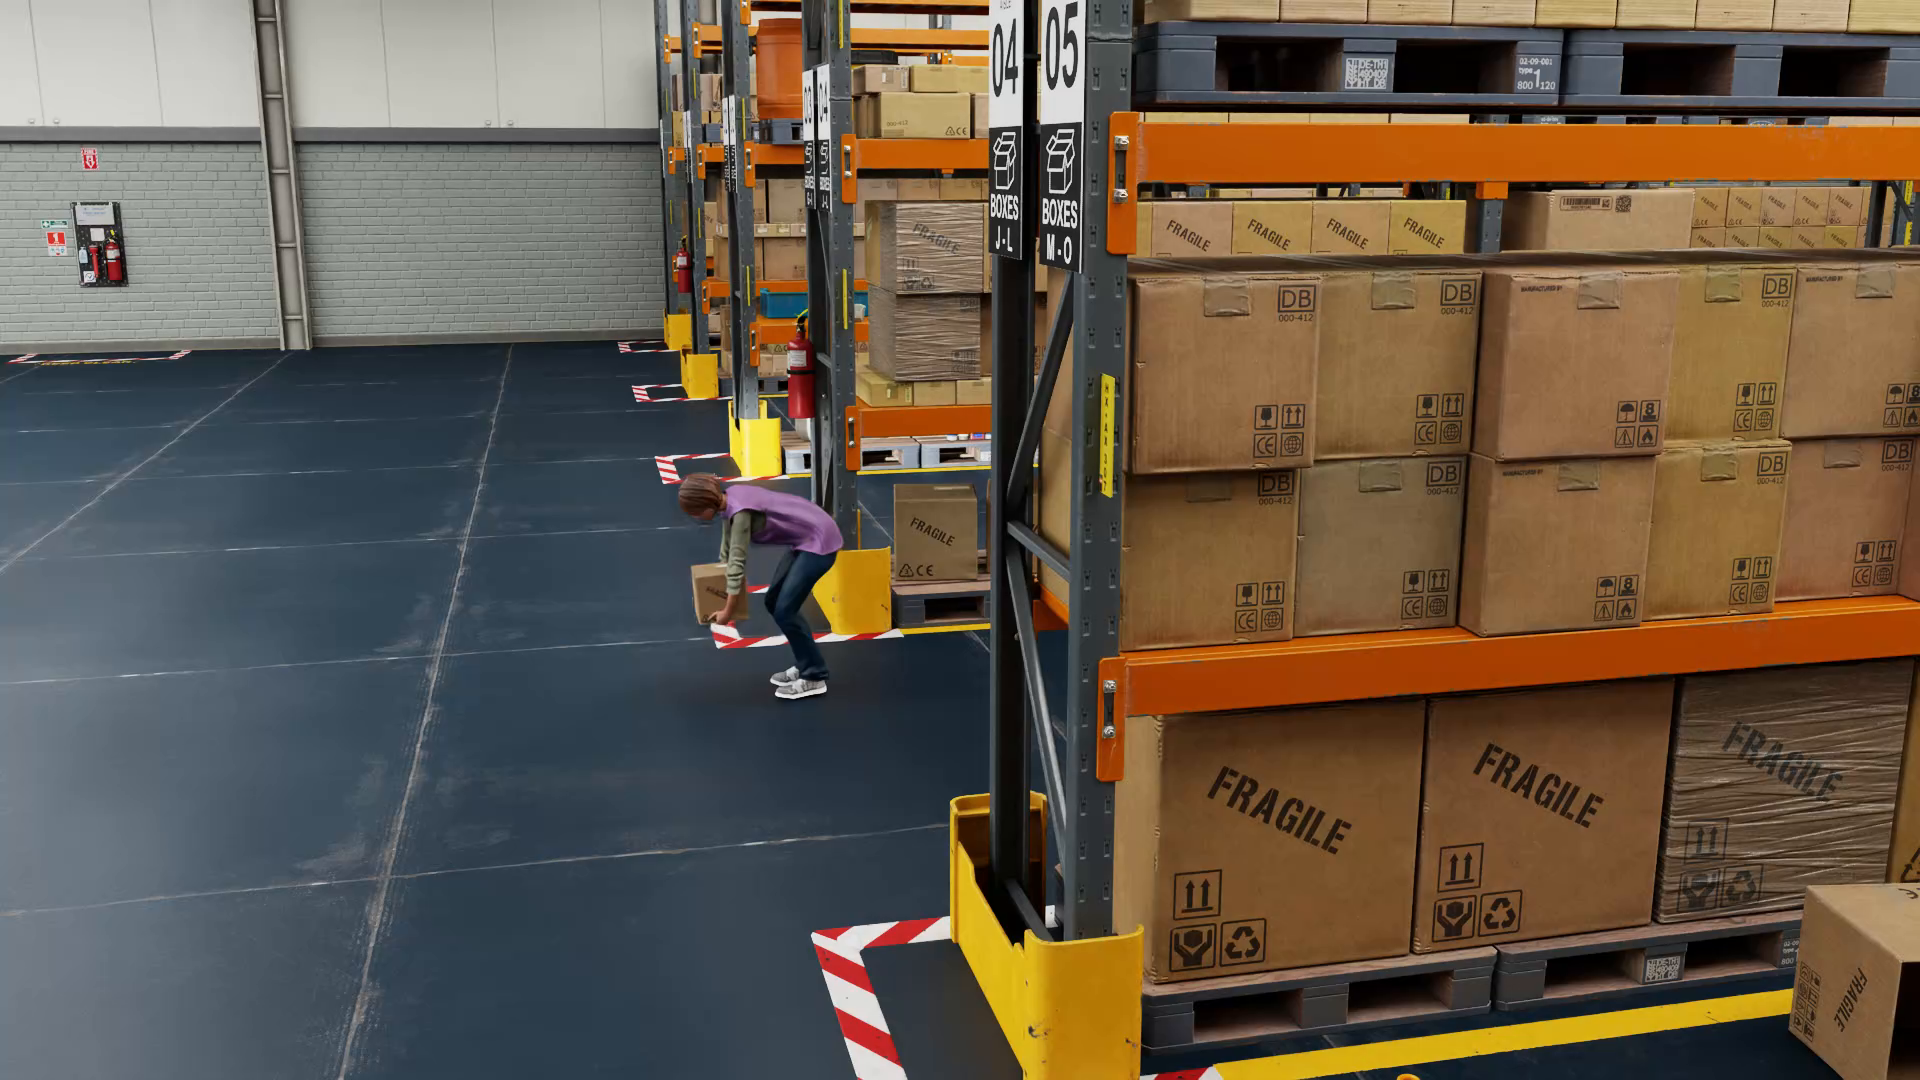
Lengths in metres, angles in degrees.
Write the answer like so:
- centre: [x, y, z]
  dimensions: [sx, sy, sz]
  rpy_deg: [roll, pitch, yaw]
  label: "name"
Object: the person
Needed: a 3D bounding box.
- centre: [-1.006, 0.227, 8.492]
  dimensions: [0.829, 1.162, 0.395]
  rpy_deg: [-4, 14, -15]
  label: "person"
